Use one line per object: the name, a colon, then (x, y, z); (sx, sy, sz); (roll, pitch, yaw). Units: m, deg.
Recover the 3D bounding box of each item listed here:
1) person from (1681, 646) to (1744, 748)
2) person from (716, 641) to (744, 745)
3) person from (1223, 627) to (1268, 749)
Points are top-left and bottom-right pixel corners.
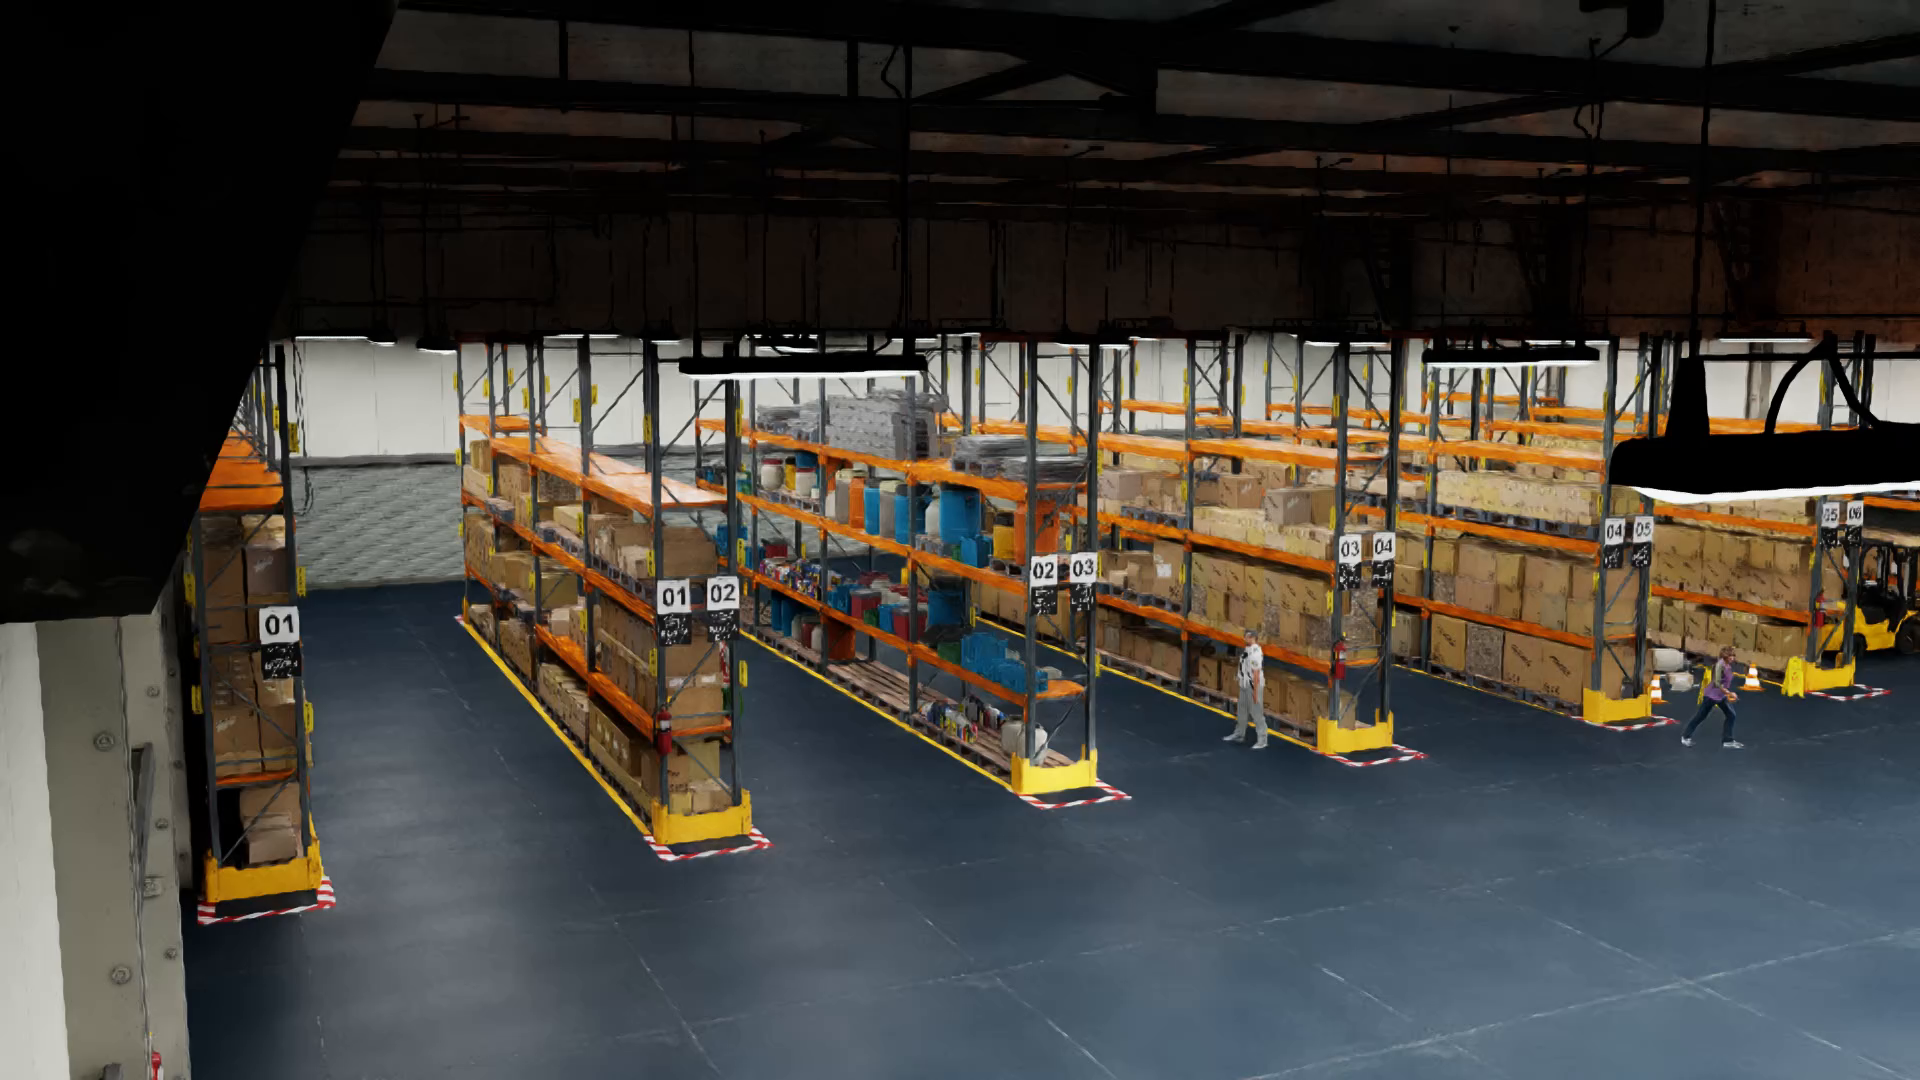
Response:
person: (11.066, 2.284, 24.386); (0.554, 1.525, 0.786); (-7, 10, -42)
person: (-3.493, 2.146, 24.531); (0.598, 1.786, 0.444); (6, 10, 40)
person: (4.225, 2.149, 24.566); (0.623, 1.749, 0.745); (0, 8, -2)
